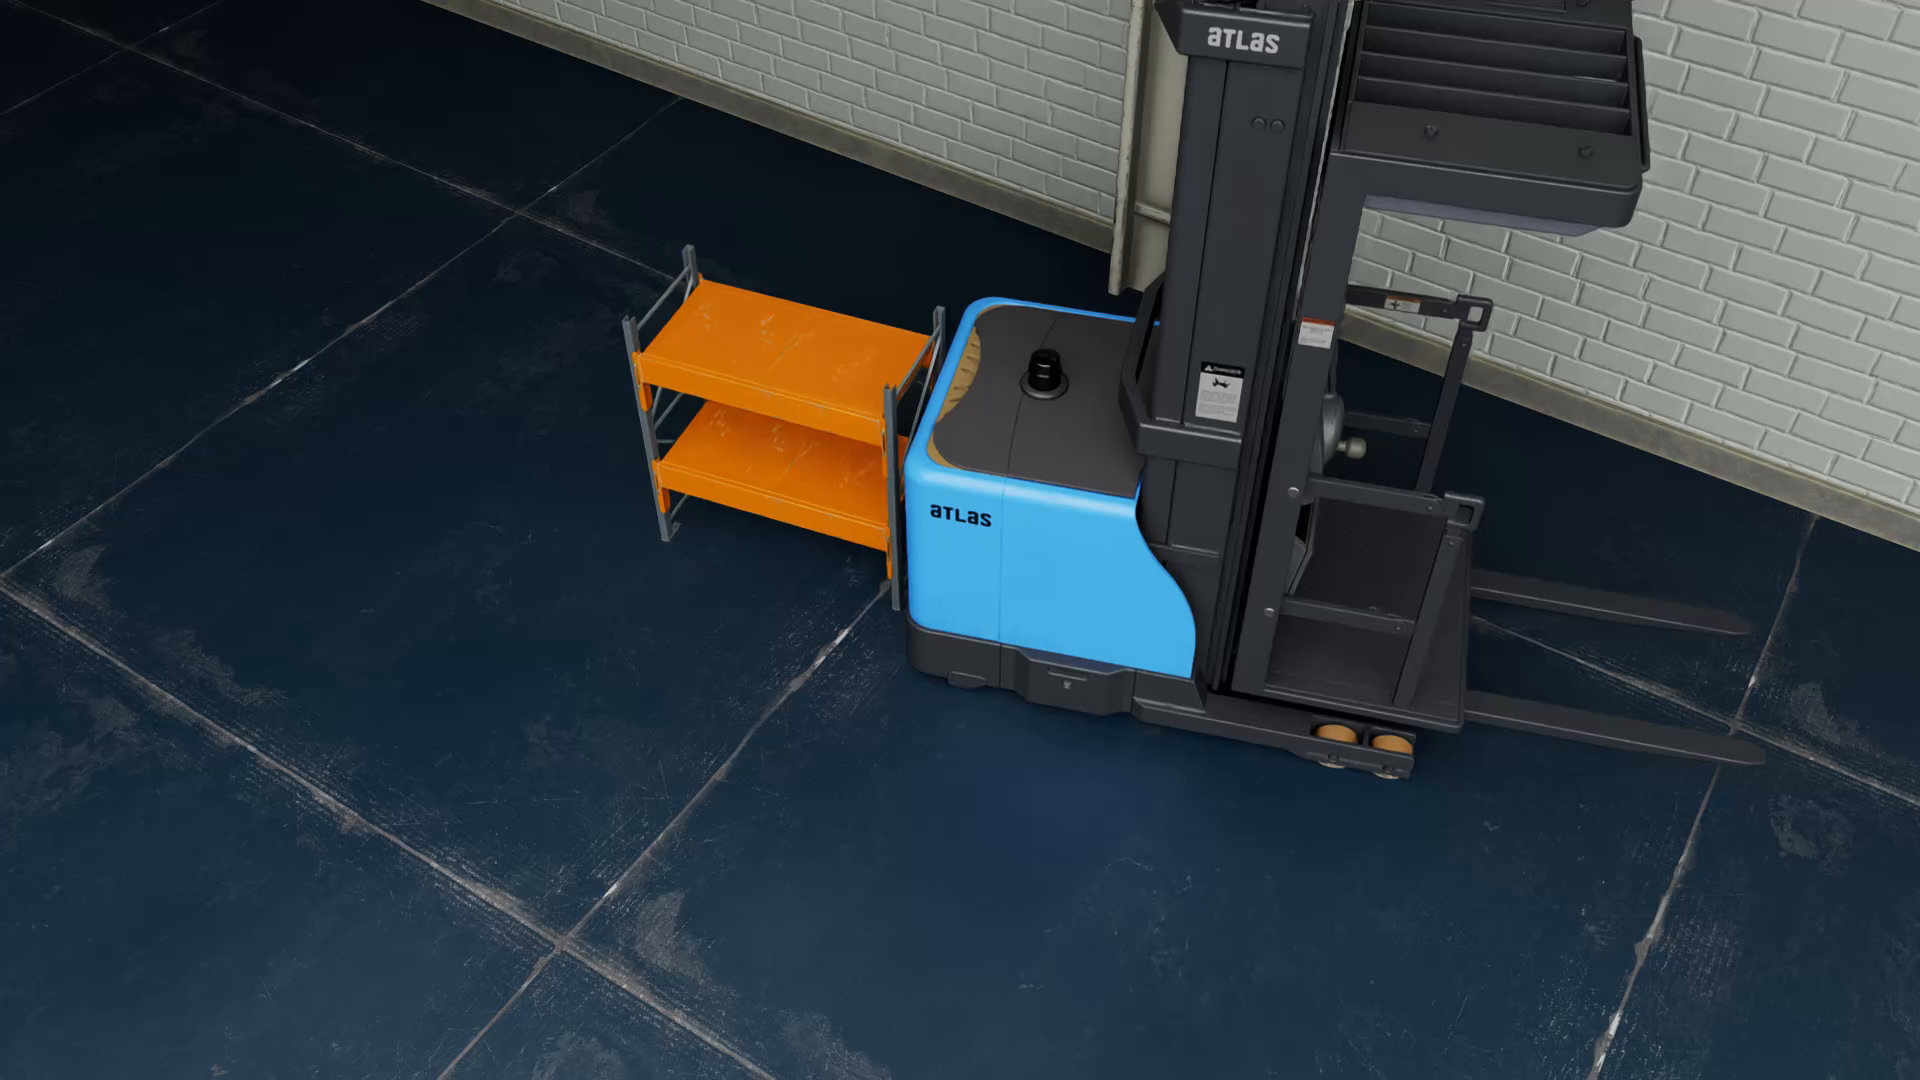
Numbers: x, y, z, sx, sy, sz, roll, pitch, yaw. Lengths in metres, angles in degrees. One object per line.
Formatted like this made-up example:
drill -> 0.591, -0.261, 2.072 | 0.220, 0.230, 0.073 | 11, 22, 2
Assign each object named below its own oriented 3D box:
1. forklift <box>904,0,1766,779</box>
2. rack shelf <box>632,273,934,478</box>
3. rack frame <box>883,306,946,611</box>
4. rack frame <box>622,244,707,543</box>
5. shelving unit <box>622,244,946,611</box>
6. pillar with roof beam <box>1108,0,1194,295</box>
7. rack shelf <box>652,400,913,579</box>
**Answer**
forklift -> 1.373, -0.595, 5.285 | 3.031, 2.935, 1.130 | 10, 47, 10
rack shelf -> -0.631, -0.622, 6.162 | 1.000, 0.278, 0.538 | 16, 48, 15
rack frame -> -0.158, -0.285, 6.242 | 0.032, 1.125, 0.500 | 16, 48, 15
rack frame -> -1.104, -0.552, 6.502 | 0.032, 1.125, 0.500 | 16, 48, 15
shelving unit -> -0.631, -0.418, 6.372 | 1.048, 1.125, 0.538 | 16, 48, 15
pillar with roof beam -> -1.375, -1.732, 2.158 | 0.400, 9.000, 9.100 | 25, 51, 22
rack shelf -> -0.631, -0.248, 6.548 | 1.000, 0.278, 0.538 | 16, 48, 15
